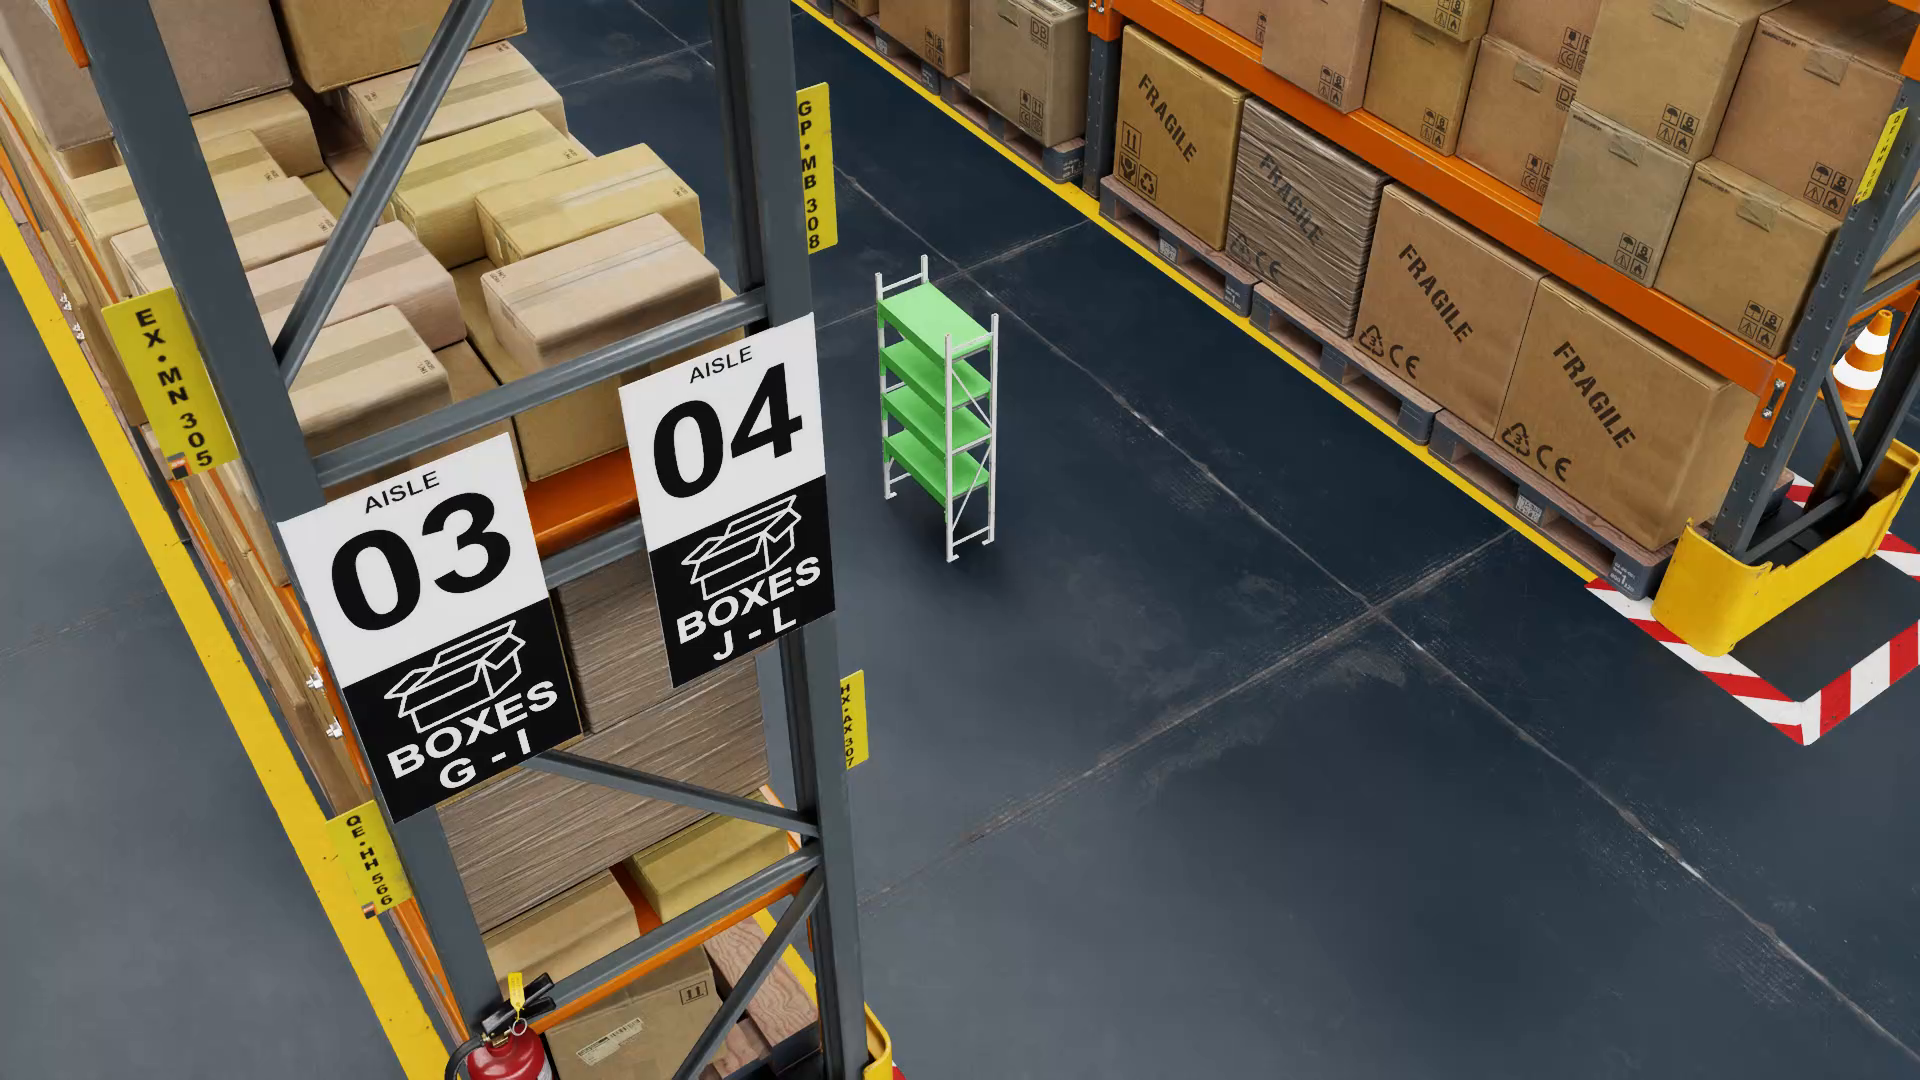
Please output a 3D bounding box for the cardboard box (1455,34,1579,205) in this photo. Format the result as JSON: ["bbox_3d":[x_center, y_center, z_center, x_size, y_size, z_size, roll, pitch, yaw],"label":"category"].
[{"bbox_3d":[2.613,-1.850,6.898,0.875,0.550,0.550,-26,49,-24],"label":"cardboard box"}]

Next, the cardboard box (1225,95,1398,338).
[{"bbox_3d":[1.946,-1.690,8.074,0.875,0.875,0.875,-25,49,-24],"label":"cardboard box"}]

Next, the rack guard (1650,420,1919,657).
[{"bbox_3d":[3.426,-0.016,6.896,1.175,0.500,0.348,-26,49,-24],"label":"rack guard"}]

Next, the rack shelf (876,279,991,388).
[{"bbox_3d":[-0.095,-0.829,6.638,0.258,0.148,0.480,-26,49,-24],"label":"rack shelf"}]

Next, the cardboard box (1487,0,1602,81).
[{"bbox_3d":[2.633,-2.250,6.535,0.875,0.550,0.550,-26,49,-24],"label":"cardboard box"}]

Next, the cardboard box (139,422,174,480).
[{"bbox_3d":[-2.567,-0.393,5.662,0.380,0.149,0.250,-26,49,-24],"label":"cardboard box"}]

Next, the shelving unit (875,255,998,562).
[{"bbox_3d":[-0.095,-0.528,6.925,0.258,1.200,0.503,-26,49,-24],"label":"shelving unit"}]

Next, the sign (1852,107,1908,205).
[{"bbox_3d":[2.960,-1.232,5.349,0.100,0.325,0.005,-26,49,-24],"label":"sign"}]

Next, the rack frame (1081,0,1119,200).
[{"bbox_3d":[1.124,-3.199,8.420,1.000,3.000,0.127,-26,49,-24],"label":"rack frame"}]

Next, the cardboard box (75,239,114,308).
[{"bbox_3d":[-2.085,-0.603,4.688,0.500,0.500,0.500,-26,49,-24],"label":"cardboard box"}]

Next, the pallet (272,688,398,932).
[{"bbox_3d":[-1.886,0.769,6.282,1.003,0.211,1.213,-26,49,-24],"label":"pallet"}]

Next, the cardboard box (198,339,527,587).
[{"bbox_3d":[-1.197,-0.235,3.252,0.500,0.250,0.500,-25,49,-24],"label":"cardboard box"}]

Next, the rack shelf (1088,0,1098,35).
[{"bbox_3d":[-0.020,-4.072,9.855,1.077,0.370,4.000,-26,49,-24],"label":"rack shelf"}]

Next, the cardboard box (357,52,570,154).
[{"bbox_3d":[-1.093,-0.916,3.676,0.380,0.149,0.250,-24,49,-23],"label":"cardboard box"}]

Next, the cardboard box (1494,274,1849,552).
[{"bbox_3d":[2.971,-0.675,7.011,0.875,0.875,0.875,-25,49,-24],"label":"cardboard box"}]

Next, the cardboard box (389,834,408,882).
[{"bbox_3d":[-1.373,0.716,4.501,0.380,0.149,0.250,-26,49,-24],"label":"cardboard box"}]

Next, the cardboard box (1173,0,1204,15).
[{"bbox_3d":[1.345,-3.049,8.154,0.875,0.550,0.550,-26,49,-24],"label":"cardboard box"}]

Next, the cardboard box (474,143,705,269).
[{"bbox_3d":[-0.750,-0.639,3.386,0.380,0.149,0.250,-25,49,-24],"label":"cardboard box"}]

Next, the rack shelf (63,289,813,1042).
[{"bbox_3d":[-1.857,0.096,5.490,1.077,0.370,4.000,-26,49,-24],"label":"rack shelf"}]

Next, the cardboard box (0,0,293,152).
[{"bbox_3d":[-1.808,-1.219,3.524,0.500,0.500,0.500,-26,49,-24],"label":"cardboard box"}]

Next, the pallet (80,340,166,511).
[{"bbox_3d":[-3.448,-0.729,7.852,1.003,0.211,1.213,-26,49,-24],"label":"pallet"}]

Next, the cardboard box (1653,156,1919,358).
[{"bbox_3d":[3.163,-1.181,6.197,0.875,0.550,0.550,-26,49,-24],"label":"cardboard box"}]

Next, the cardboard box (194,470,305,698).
[{"bbox_3d":[-1.521,-0.032,4.090,0.500,0.500,0.500,-26,49,-24],"label":"cardboard box"}]

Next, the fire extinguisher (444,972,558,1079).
[{"bbox_3d":[-1.026,1.243,3.823,0.296,0.674,0.183,-26,49,-24],"label":"fire extinguisher"}]

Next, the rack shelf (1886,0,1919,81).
[{"bbox_3d":[2.269,-2.892,6.446,1.077,0.370,4.000,-26,49,-24],"label":"rack shelf"}]

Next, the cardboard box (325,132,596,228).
[{"bbox_3d":[-1.077,-0.727,3.767,0.500,0.250,0.500,-27,50,-25],"label":"cardboard box"}]

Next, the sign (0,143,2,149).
[{"bbox_3d":[-3.455,-1.495,5.796,0.100,0.325,0.005,-26,49,-24],"label":"sign"}]

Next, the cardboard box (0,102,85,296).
[{"bbox_3d":[-2.665,-1.165,5.277,0.500,0.500,0.500,-26,49,-24],"label":"cardboard box"}]

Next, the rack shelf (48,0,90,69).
[{"bbox_3d":[-1.857,-2.073,3.419,1.077,0.370,4.000,-26,49,-24],"label":"rack shelf"}]

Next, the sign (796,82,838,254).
[{"bbox_3d":[-0.268,-0.647,2.942,0.100,0.325,0.005,-26,49,-24],"label":"sign"}]

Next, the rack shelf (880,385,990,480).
[{"bbox_3d":[-0.095,-0.482,6.969,0.258,0.148,0.480,-26,49,-24],"label":"rack shelf"}]

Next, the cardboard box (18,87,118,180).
[{"bbox_3d":[-1.866,-0.981,3.743,0.380,0.149,0.250,-28,50,-26],"label":"cardboard box"}]

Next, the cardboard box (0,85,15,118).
[{"bbox_3d":[-2.372,-1.389,4.460,0.500,0.250,0.500,-28,50,-26],"label":"cardboard box"}]

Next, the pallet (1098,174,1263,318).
[{"bbox_3d":[1.495,-1.729,8.900,1.003,0.211,1.213,-26,49,-24],"label":"pallet"}]

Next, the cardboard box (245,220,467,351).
[{"bbox_3d":[-1.181,-0.435,3.172,0.380,0.149,0.250,-27,50,-26],"label":"cardboard box"}]

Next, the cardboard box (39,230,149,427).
[{"bbox_3d":[-2.538,-0.865,5.687,0.875,0.500,0.500,-26,49,-24],"label":"cardboard box"}]

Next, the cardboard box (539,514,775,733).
[{"bbox_3d":[-0.804,0.044,4.011,0.500,0.500,0.500,-26,49,-24],"label":"cardboard box"}]

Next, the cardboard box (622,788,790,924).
[{"bbox_3d":[-0.681,0.803,4.409,0.380,0.149,0.250,-26,49,-24],"label":"cardboard box"}]

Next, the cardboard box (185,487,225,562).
[{"bbox_3d":[-2.256,-0.122,5.378,0.380,0.149,0.250,-26,49,-24],"label":"cardboard box"}]

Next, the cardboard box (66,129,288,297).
[{"bbox_3d":[-1.590,-0.679,3.428,0.380,0.149,0.250,-25,49,-24],"label":"cardboard box"}]

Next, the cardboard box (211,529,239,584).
[{"bbox_3d":[-1.640,-0.034,4.817,0.875,0.500,0.500,-26,49,-24],"label":"cardboard box"}]

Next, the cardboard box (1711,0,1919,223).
[{"bbox_3d":[3.232,-1.604,5.859,0.875,0.550,0.550,-26,49,-24],"label":"cardboard box"}]

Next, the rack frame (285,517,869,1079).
[{"bbox_3d":[-0.713,0.968,4.055,1.000,3.000,0.127,-26,49,-24],"label":"rack frame"}]

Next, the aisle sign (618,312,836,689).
[{"bbox_3d":[-0.432,-0.056,3.244,0.394,0.787,0.004,-26,49,-24],"label":"aisle sign"}]

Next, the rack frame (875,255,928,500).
[{"bbox_3d":[-0.234,-0.666,7.070,0.240,1.200,0.015,-26,49,-24],"label":"rack frame"}]

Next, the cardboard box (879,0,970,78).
[{"bbox_3d":[0.147,-3.401,9.957,1.050,0.750,0.750,-26,49,-24],"label":"cardboard box"}]

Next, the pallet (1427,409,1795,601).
[{"bbox_3d":[2.891,-0.347,7.452,1.003,0.211,1.213,-26,49,-24],"label":"pallet"}]

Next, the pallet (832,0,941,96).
[{"bbox_3d":[-0.081,-3.290,10.534,1.003,0.211,1.213,-26,49,-24],"label":"pallet"}]

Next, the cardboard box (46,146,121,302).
[{"bbox_3d":[-1.772,-0.811,3.854,0.500,0.250,0.500,-25,49,-24],"label":"cardboard box"}]

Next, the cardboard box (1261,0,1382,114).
[{"bbox_3d":[1.891,-2.395,7.468,0.875,0.550,0.550,-26,49,-24],"label":"cardboard box"}]

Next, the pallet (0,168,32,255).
[{"bbox_3d":[-4.844,-2.111,9.299,1.003,0.211,1.213,-26,49,-24],"label":"pallet"}]

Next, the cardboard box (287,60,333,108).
[{"bbox_3d":[-1.397,-1.204,3.978,0.380,0.149,0.250,-28,50,-26],"label":"cardboard box"}]

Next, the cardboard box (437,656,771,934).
[{"bbox_3d":[-1.005,0.502,4.255,0.875,0.500,0.500,-26,49,-24],"label":"cardboard box"}]
